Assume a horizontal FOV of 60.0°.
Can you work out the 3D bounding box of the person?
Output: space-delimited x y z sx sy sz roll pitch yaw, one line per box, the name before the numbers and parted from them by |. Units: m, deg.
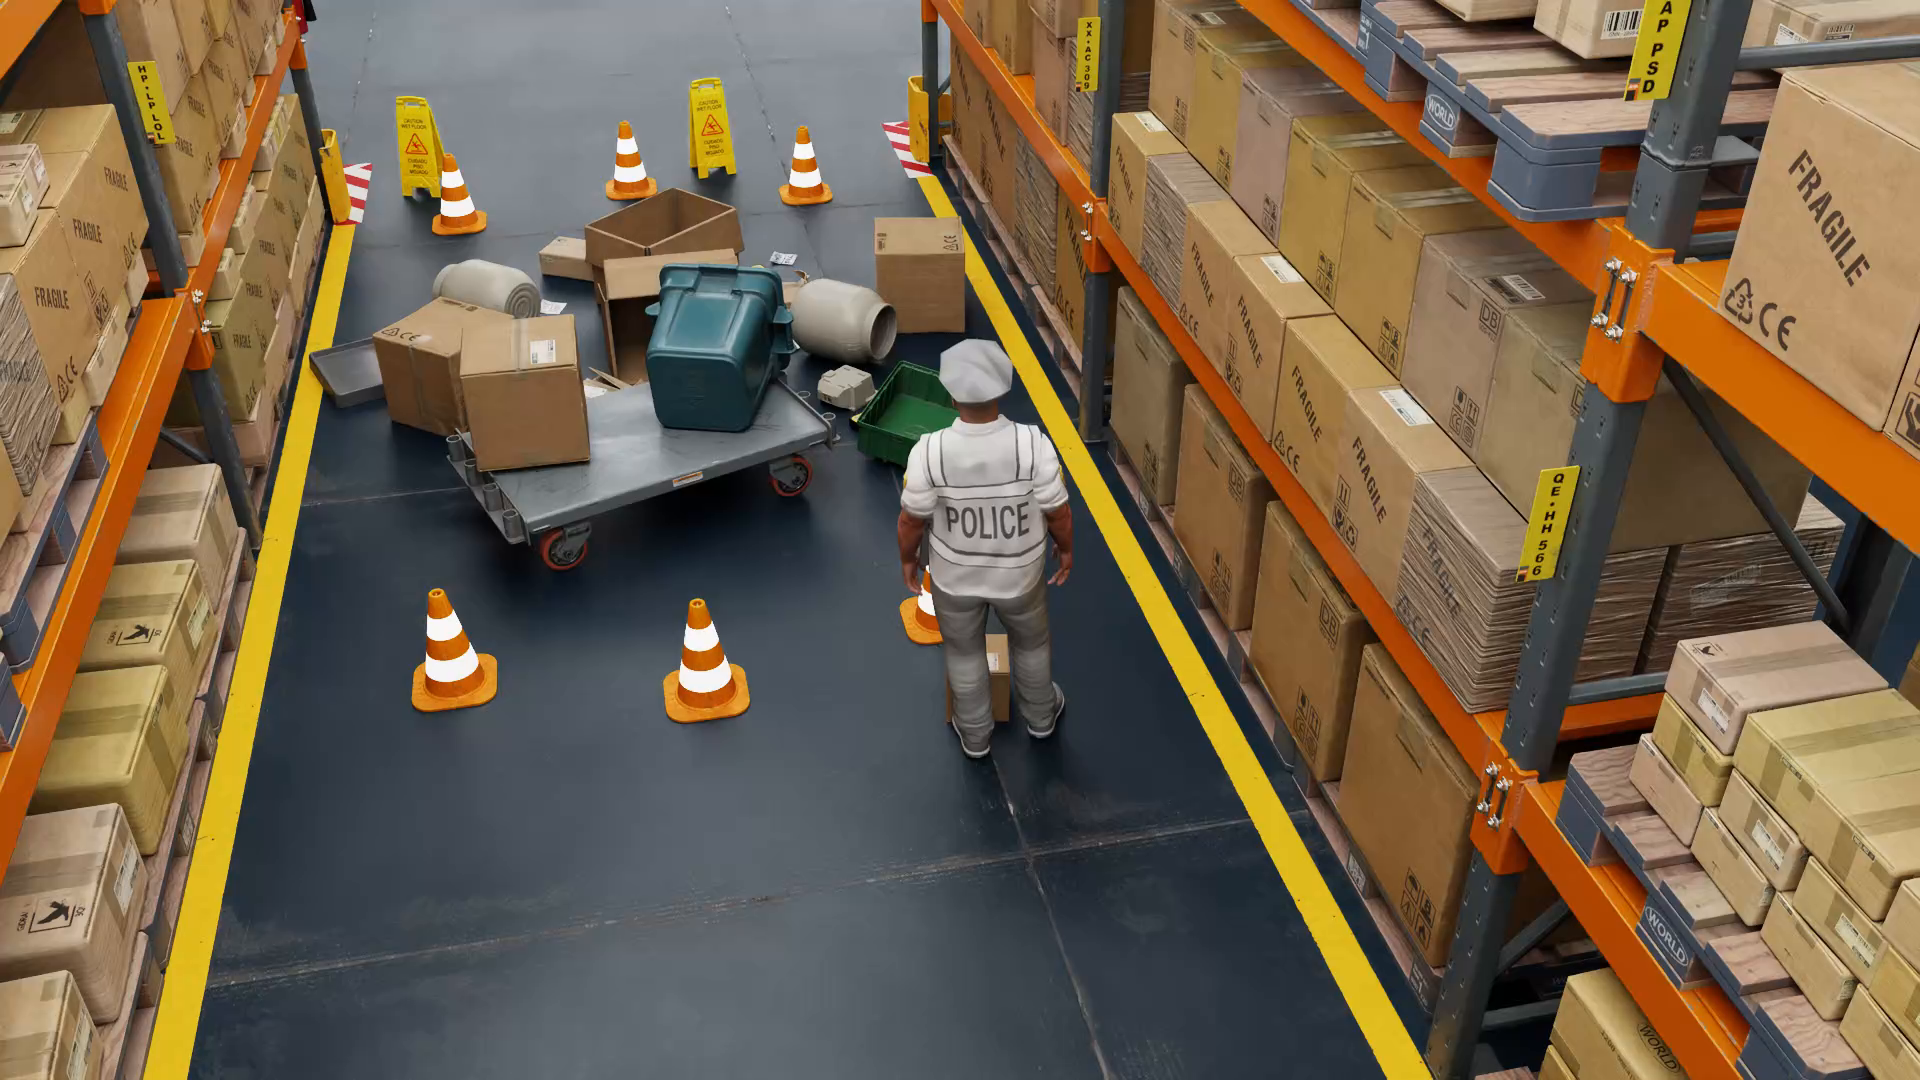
person | 0.100 0.031 6.047 0.641 1.781 0.574 0 34 0
